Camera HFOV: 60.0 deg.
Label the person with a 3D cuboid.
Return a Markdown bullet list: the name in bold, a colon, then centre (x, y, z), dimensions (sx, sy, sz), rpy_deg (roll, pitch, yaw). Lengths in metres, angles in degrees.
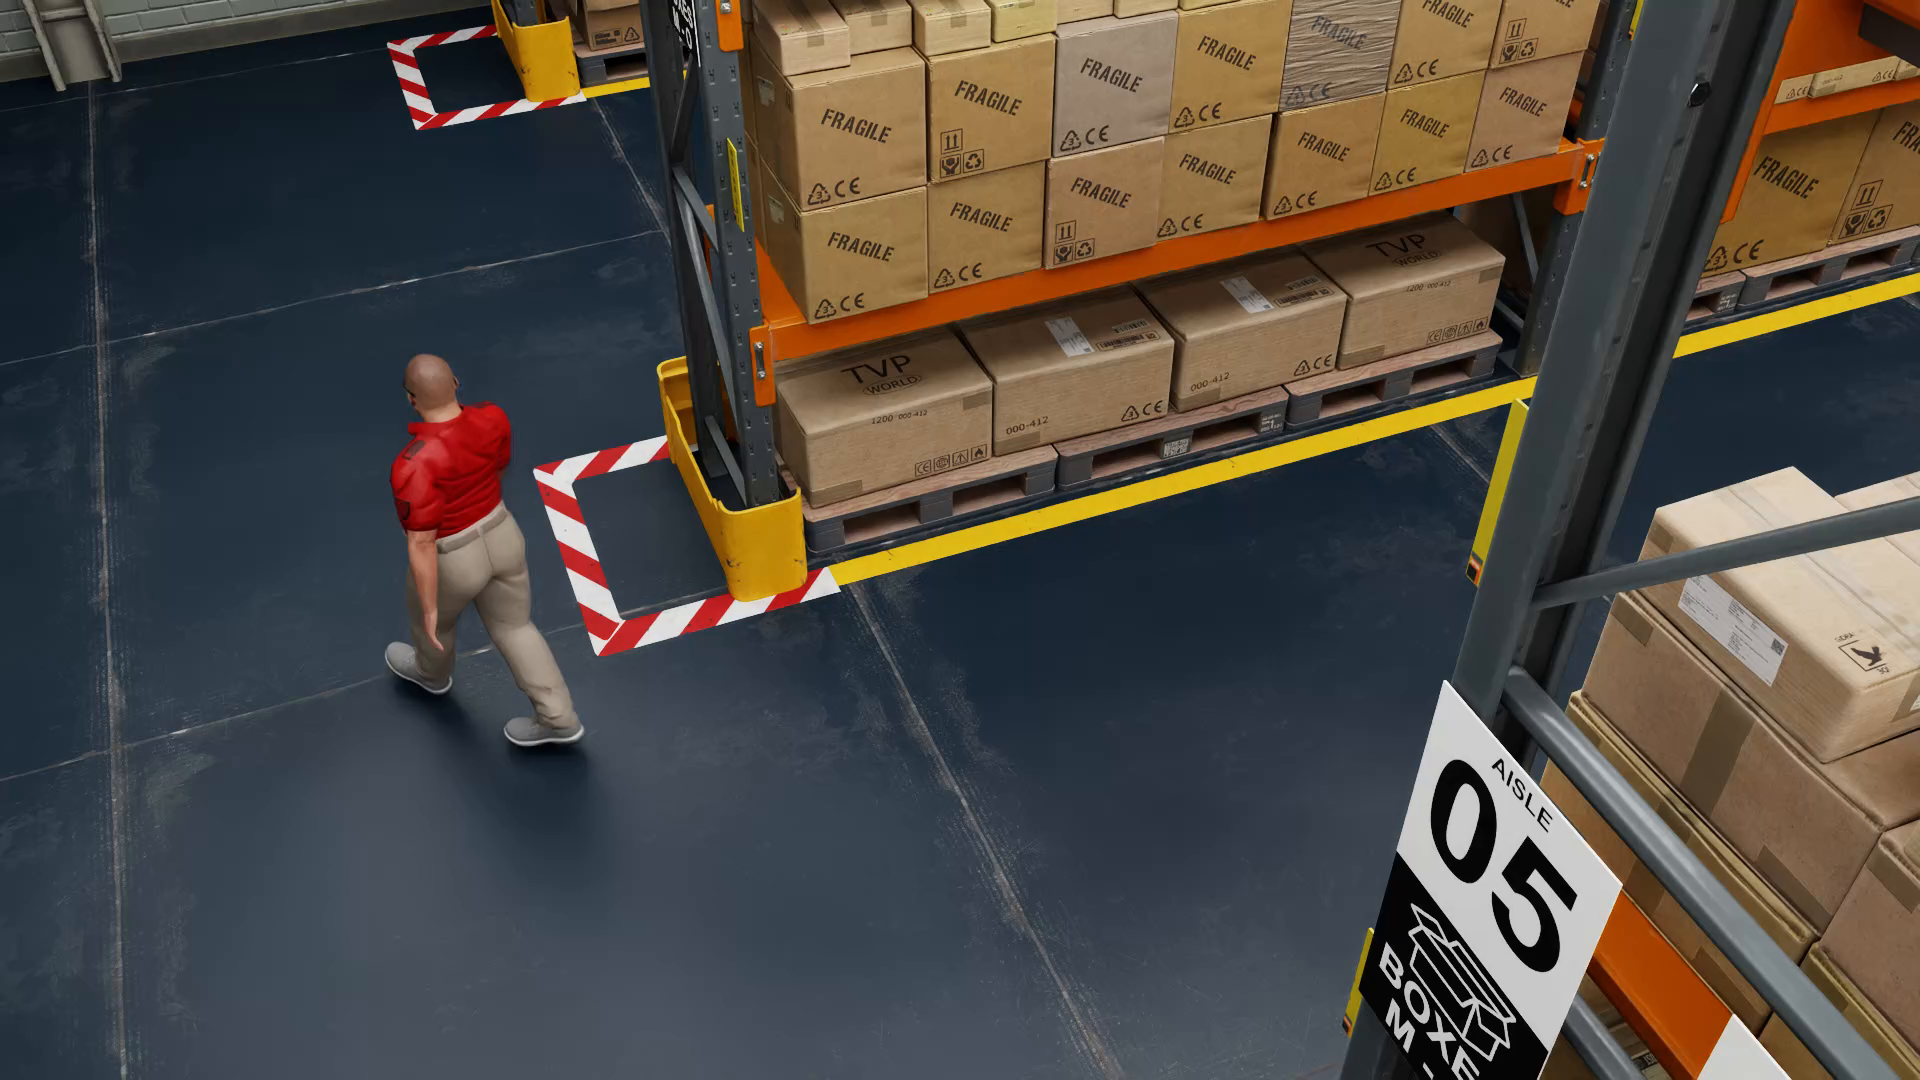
- **person**: centre (-1.893, 0.021, 6.146), dimensions (0.984, 1.668, 0.623), rpy_deg (27, 48, 27)
